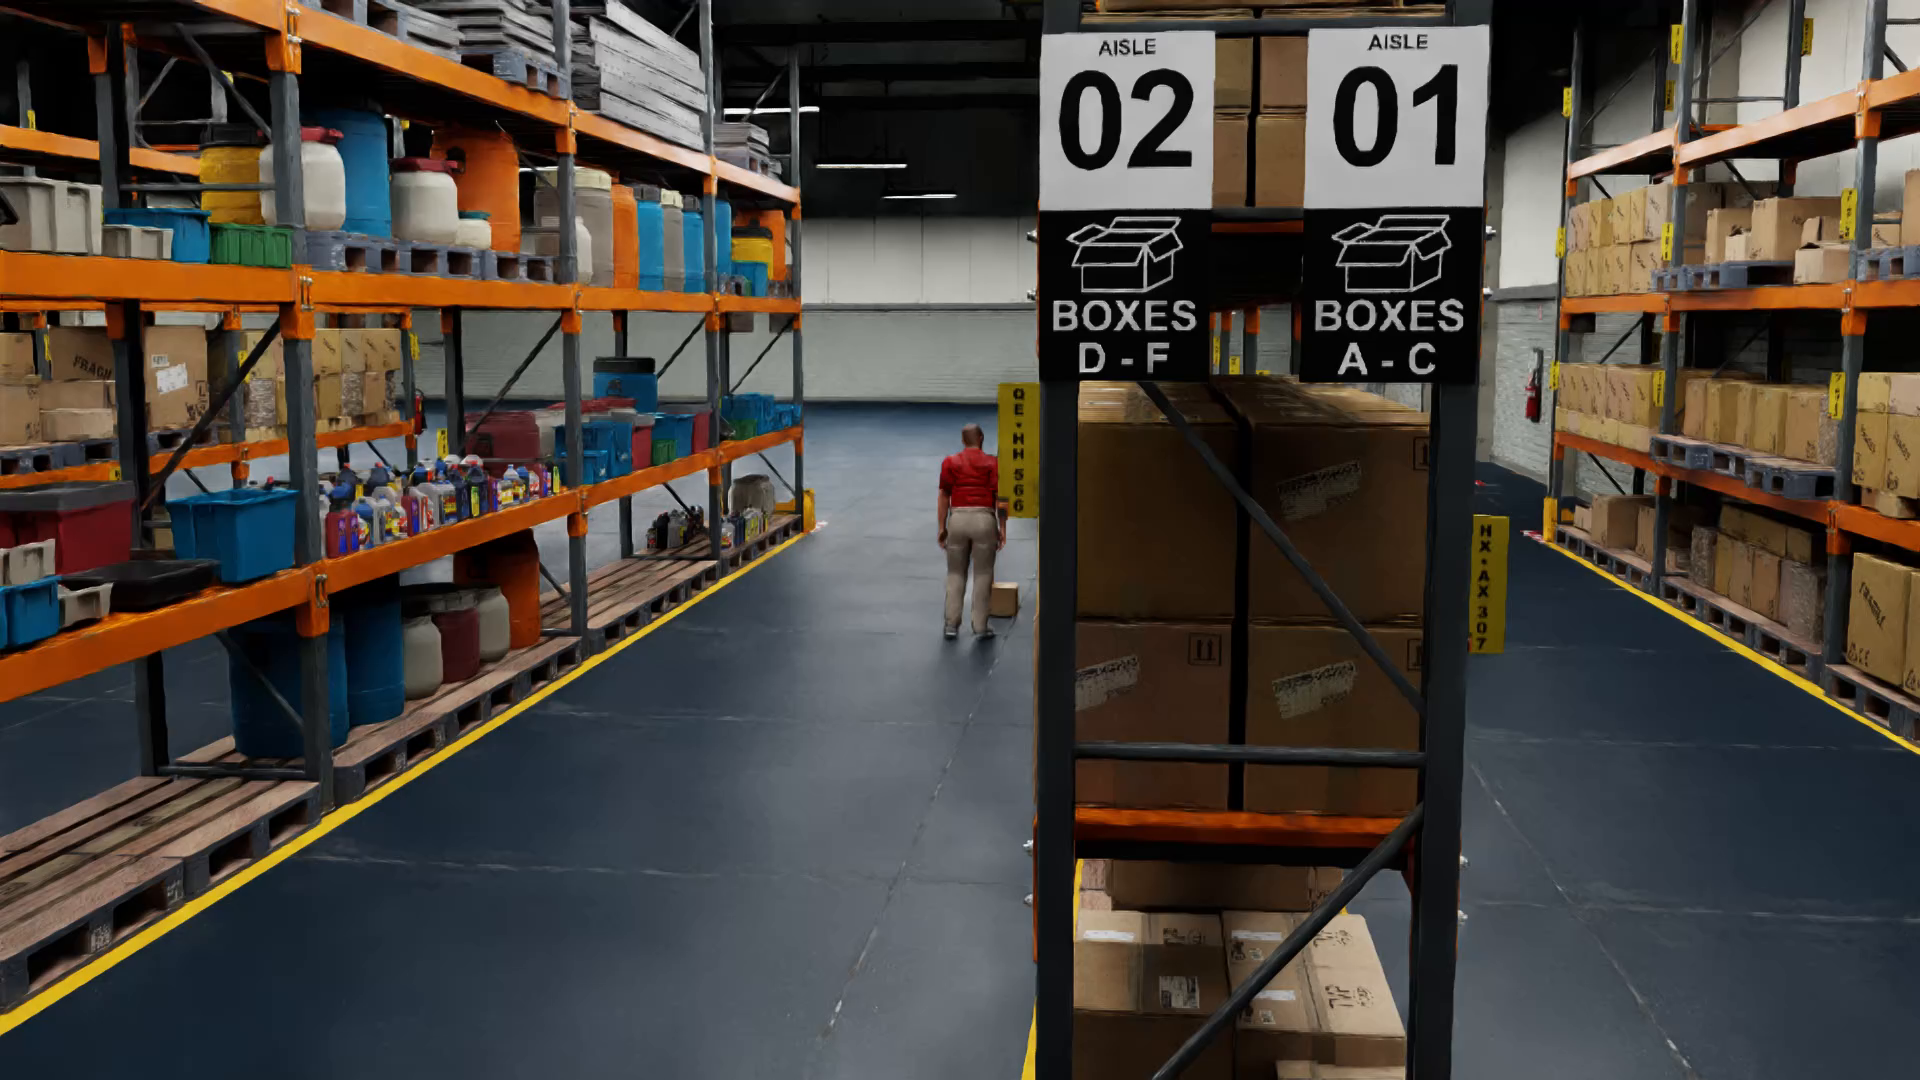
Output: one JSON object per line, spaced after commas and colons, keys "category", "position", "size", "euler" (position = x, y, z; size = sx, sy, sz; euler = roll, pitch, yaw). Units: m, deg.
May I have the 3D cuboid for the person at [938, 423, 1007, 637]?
{"category": "person", "position": [0.099, -0.082, 13.403], "size": [0.570, 1.723, 0.415], "euler": [2, 8, 11]}
